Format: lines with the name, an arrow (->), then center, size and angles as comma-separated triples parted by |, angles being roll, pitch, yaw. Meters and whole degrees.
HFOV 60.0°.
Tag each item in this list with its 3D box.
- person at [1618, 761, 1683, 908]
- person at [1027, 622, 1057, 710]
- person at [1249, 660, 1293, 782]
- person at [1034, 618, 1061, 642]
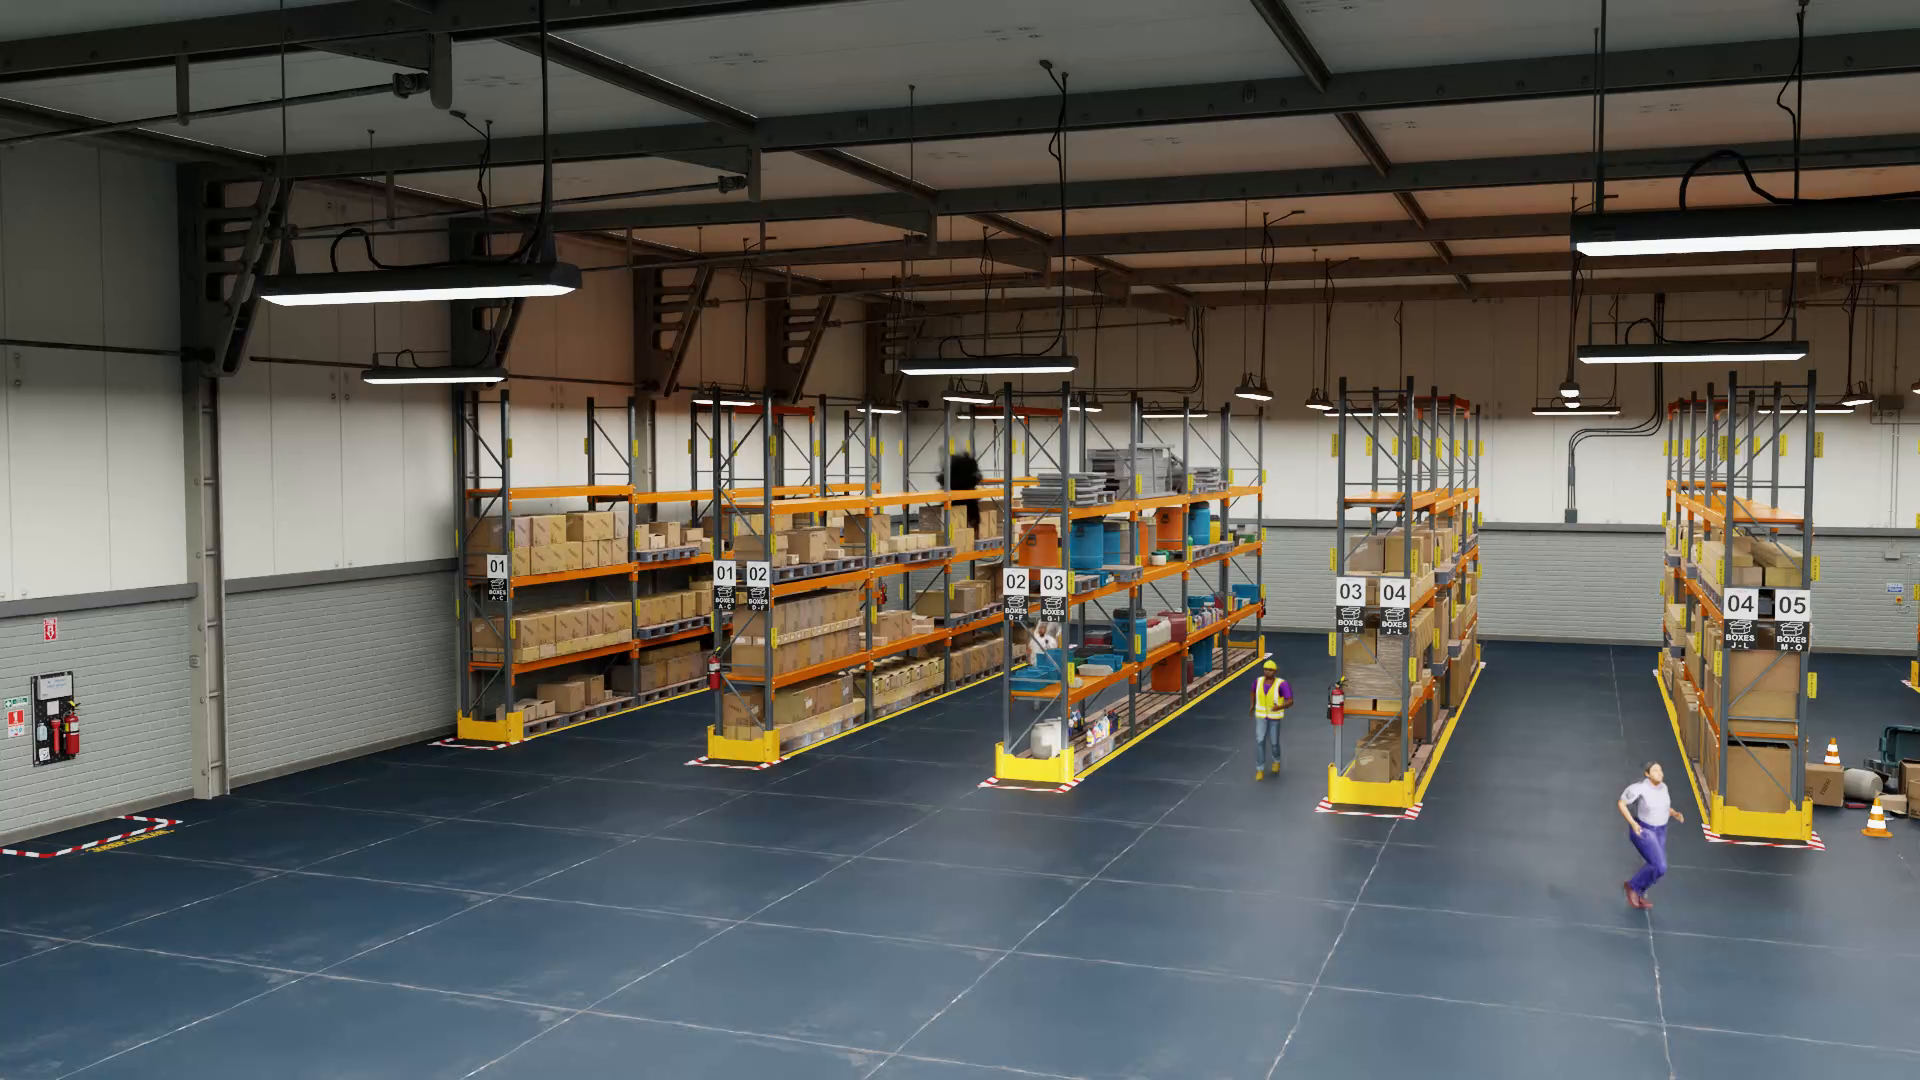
person -> 7.520, 3.197, 18.014 | 0.586, 1.612, 0.585 | -2, 4, -30
person -> 1.566, 2.392, 31.856 | 0.620, 1.632, 0.823 | 1, 3, 13
person -> 4.704, 2.708, 25.222 | 0.699, 1.784, 0.932 | 1, 3, 23
person -> 1.744, 2.140, 33.147 | 0.538, 1.509, 0.487 | 0, 3, 5
